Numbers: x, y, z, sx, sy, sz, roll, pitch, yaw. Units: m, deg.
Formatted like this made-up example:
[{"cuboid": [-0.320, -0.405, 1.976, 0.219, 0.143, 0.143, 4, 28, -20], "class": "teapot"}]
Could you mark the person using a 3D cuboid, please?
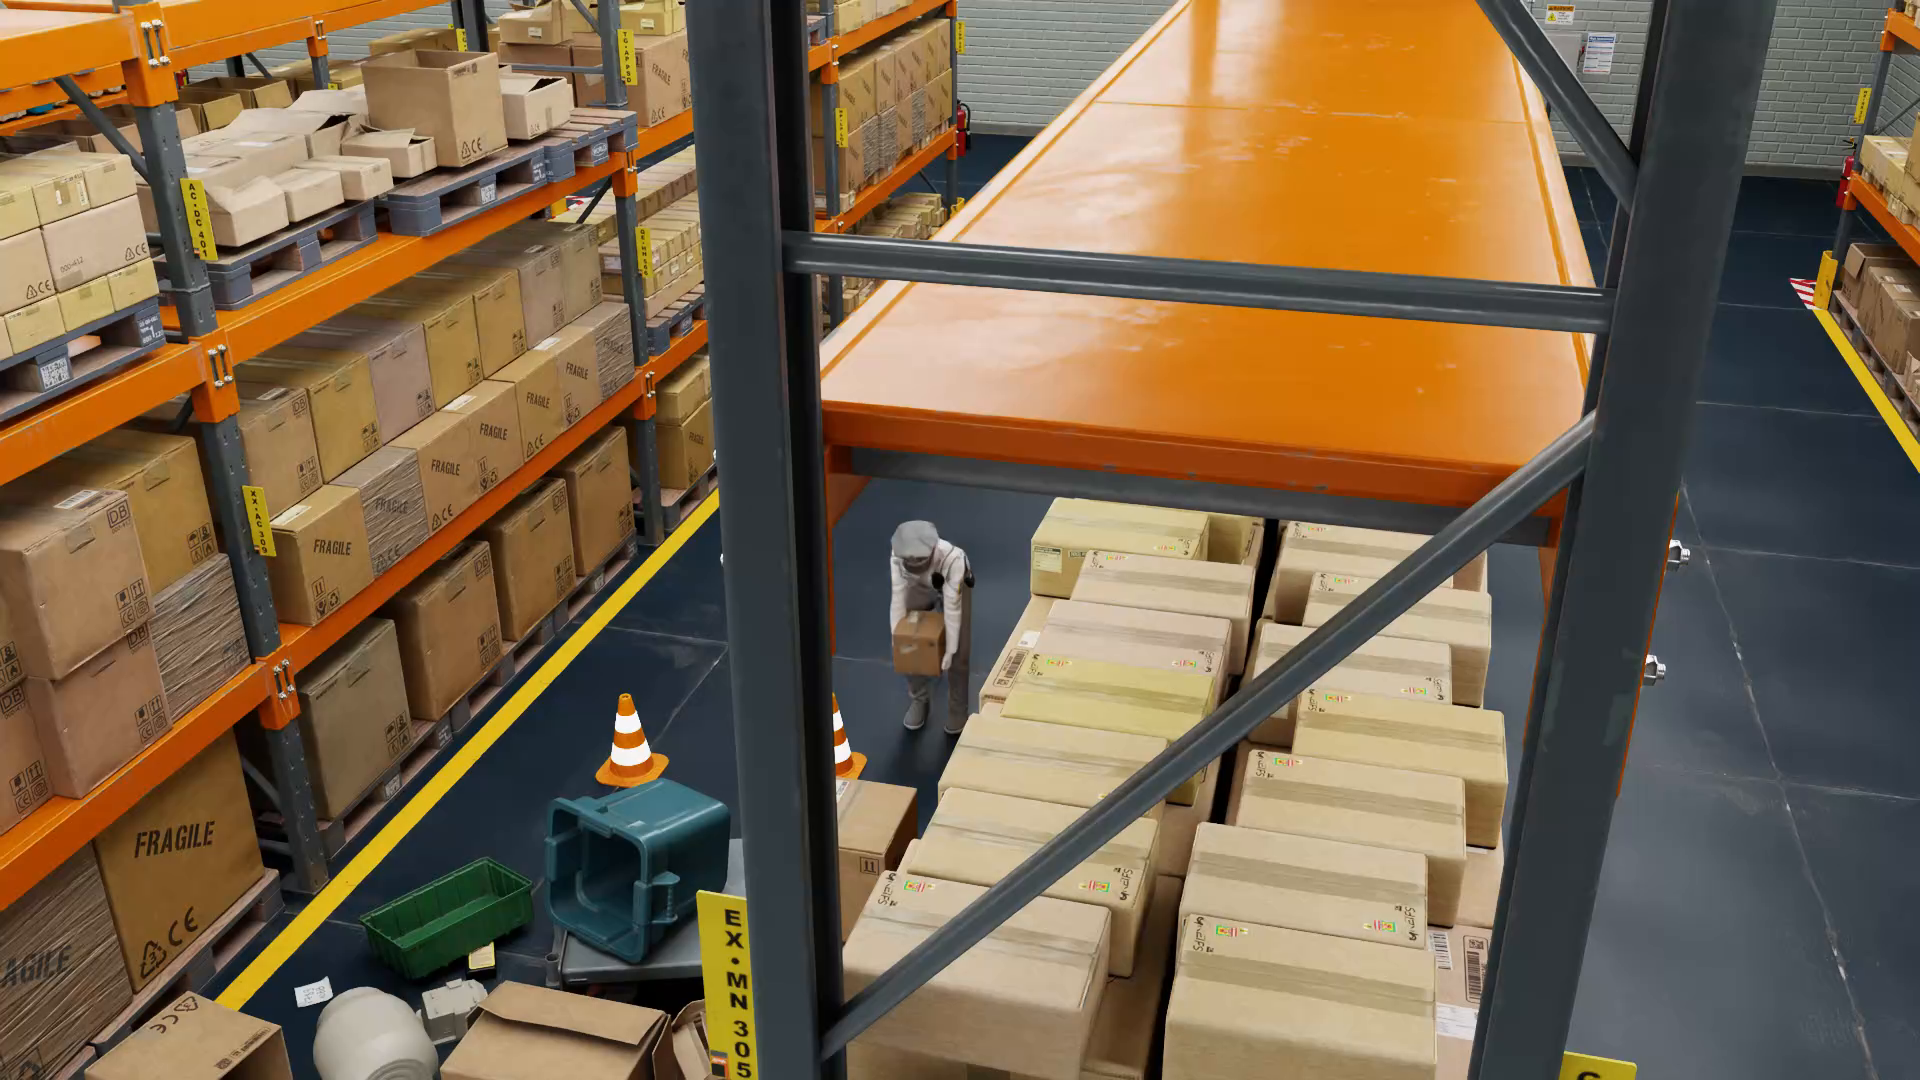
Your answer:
[{"cuboid": [-0.138, 0.293, 9.058, 0.435, 1.691, 0.525, 6, 26, 13], "class": "person"}]
